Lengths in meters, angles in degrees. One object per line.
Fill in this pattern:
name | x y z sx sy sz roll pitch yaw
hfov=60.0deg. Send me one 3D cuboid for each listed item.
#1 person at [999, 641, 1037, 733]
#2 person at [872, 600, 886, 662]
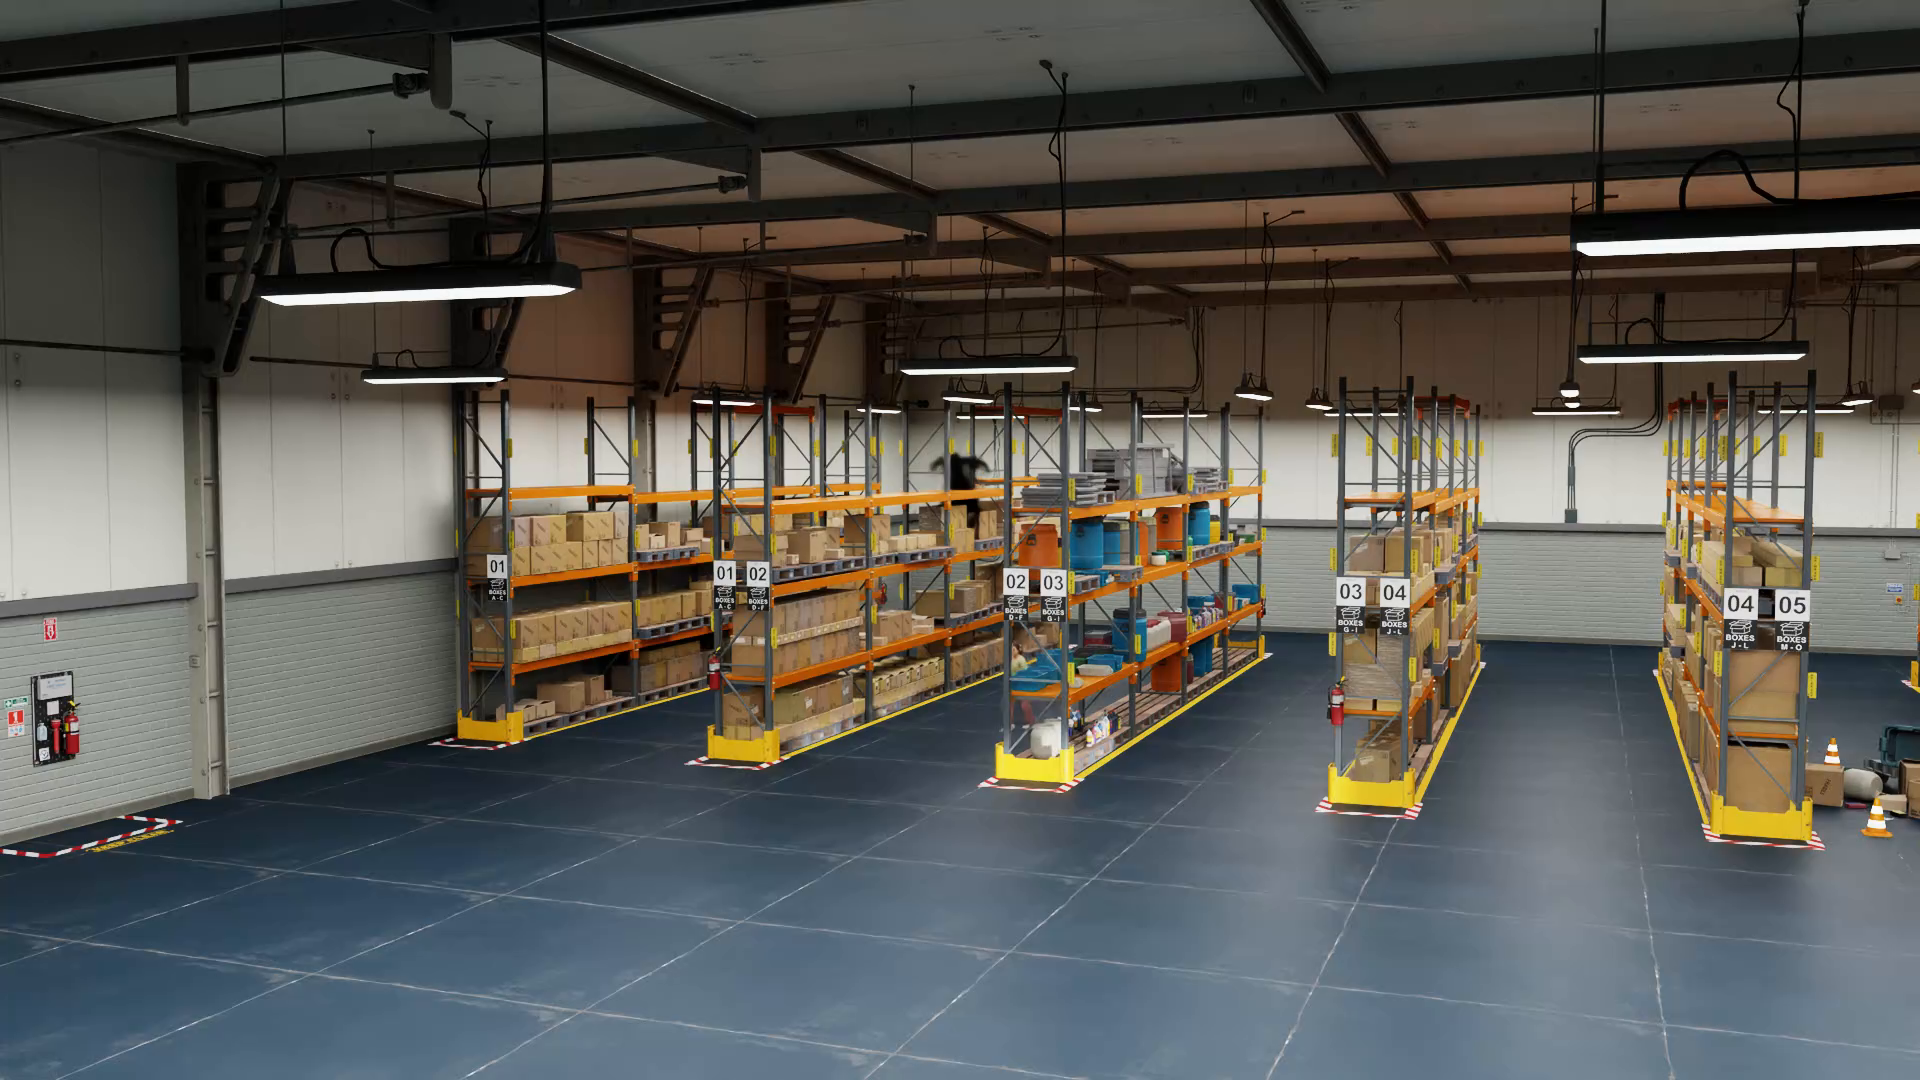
person | 1.080 2.564 29.252 0.808 1.598 0.522 -3 4 -44
person | -1.879 2.271 37.180 0.524 1.439 0.797 1 3 15
